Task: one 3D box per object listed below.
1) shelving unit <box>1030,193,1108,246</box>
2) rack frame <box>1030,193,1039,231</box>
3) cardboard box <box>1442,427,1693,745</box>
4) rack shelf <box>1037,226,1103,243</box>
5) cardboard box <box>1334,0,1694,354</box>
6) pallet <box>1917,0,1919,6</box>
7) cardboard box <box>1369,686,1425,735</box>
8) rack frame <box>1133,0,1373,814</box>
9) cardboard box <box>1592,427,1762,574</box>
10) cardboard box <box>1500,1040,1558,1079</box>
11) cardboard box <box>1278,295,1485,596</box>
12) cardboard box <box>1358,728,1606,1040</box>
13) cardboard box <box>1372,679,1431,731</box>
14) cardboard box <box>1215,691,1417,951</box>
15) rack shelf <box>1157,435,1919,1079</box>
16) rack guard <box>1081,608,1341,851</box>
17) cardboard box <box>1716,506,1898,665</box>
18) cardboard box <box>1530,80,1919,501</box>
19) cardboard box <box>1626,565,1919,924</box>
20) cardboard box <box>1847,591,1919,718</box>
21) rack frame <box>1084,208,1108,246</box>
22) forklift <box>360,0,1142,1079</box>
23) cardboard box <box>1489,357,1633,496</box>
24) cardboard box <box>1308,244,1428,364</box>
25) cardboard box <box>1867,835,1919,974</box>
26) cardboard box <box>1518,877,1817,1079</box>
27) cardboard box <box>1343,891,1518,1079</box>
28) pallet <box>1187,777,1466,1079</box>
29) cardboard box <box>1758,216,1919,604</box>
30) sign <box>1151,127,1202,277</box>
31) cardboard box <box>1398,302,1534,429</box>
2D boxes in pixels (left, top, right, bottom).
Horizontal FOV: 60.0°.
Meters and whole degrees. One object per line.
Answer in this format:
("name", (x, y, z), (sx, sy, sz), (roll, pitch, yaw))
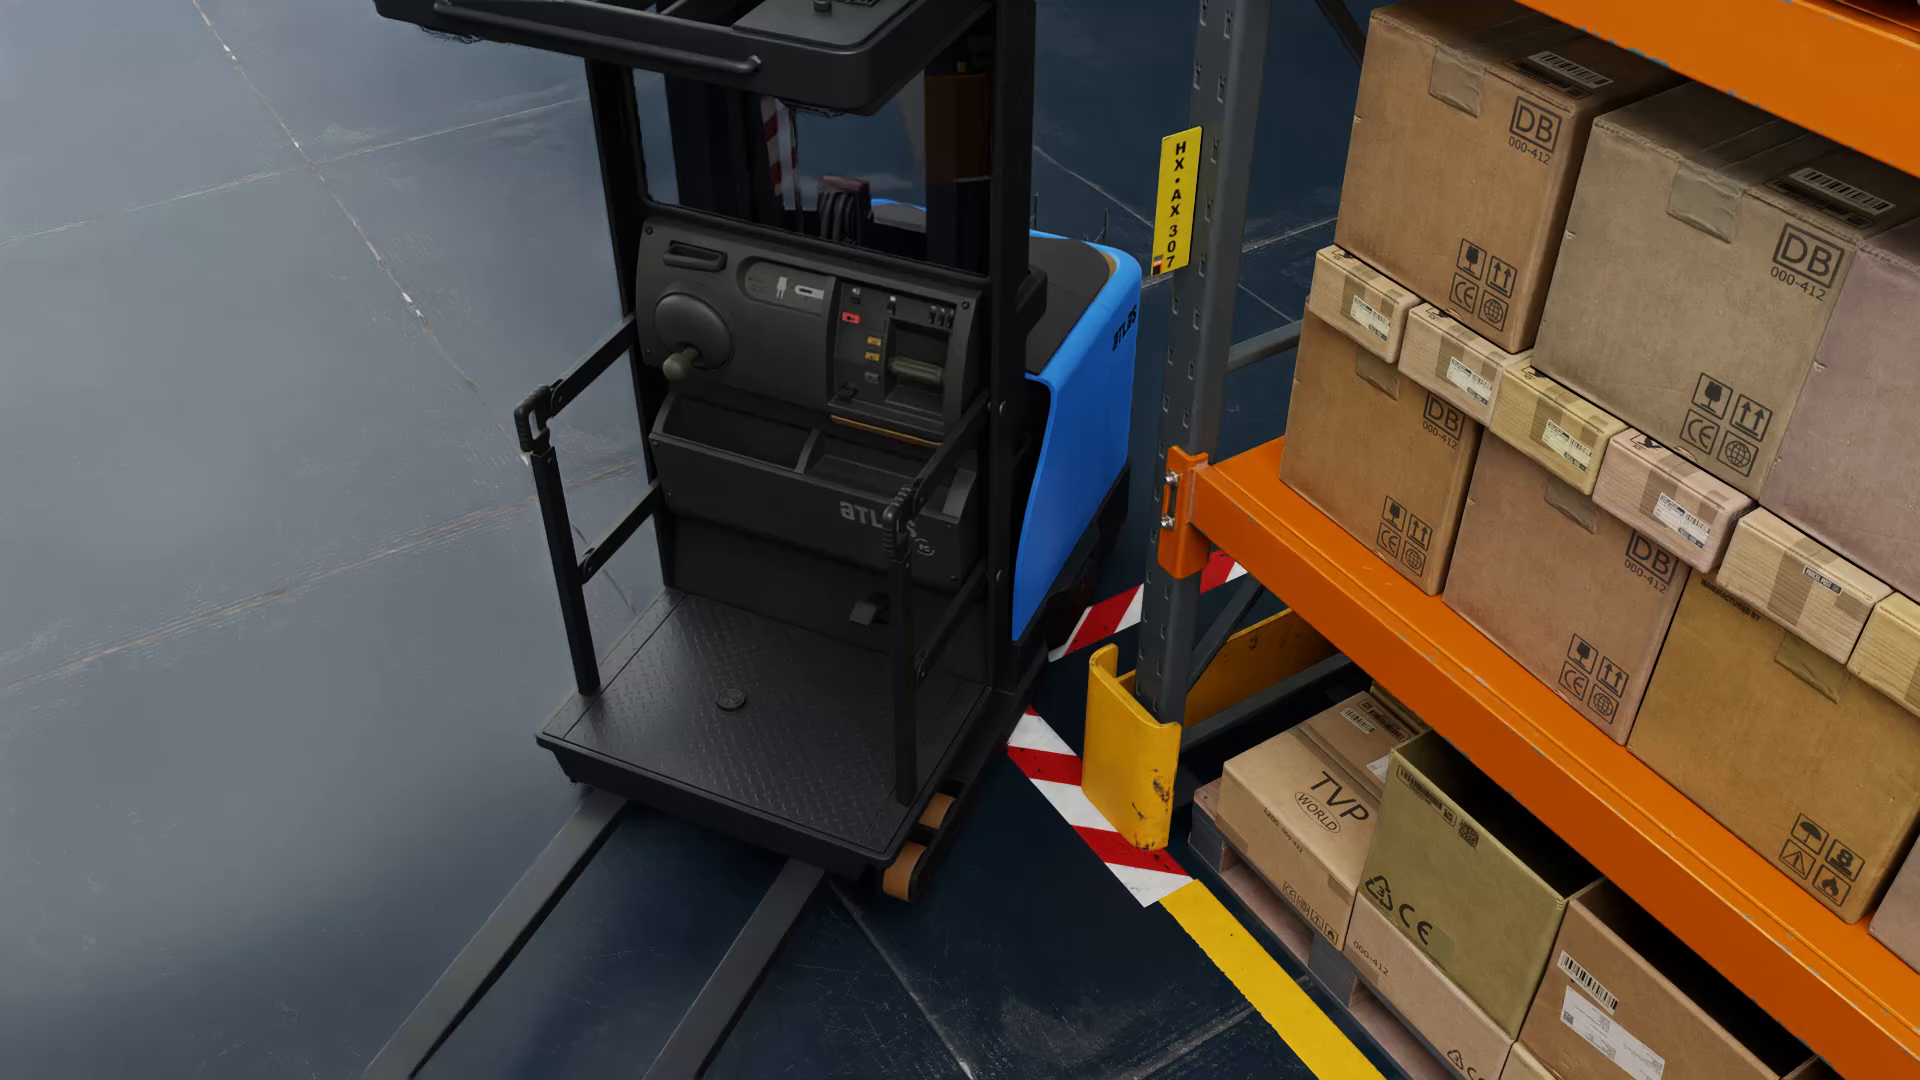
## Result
("shelving unit", (0.327, -0.649, 5.709), (0.252, 1.050, 0.215), (16, 42, 18))
("rack frame", (0.216, -0.681, 5.747), (0.008, 1.050, 0.200), (16, 42, 18))
("cardboard box", (1.455, -0.039, 3.375), (0.700, 0.500, 0.500), (-21, 44, -23))
("rack shelf", (0.327, -0.859, 5.534), (0.240, 0.259, 0.215), (16, 42, 18))
("cardboard box", (1.197, -0.790, 3.264), (0.700, 0.500, 0.500), (-22, 45, -24))
("pallet", (1.947, -0.607, 1.861), (1.003, 0.211, 1.213), (-22, 45, -24))
("cardboard box", (1.466, 0.544, 4.574), (0.500, 0.250, 0.500), (-22, 45, -24))
("rack frame", (0.929, -0.539, 4.053), (1.000, 3.000, 0.127), (-22, 45, -24))
("cardboard box", (1.369, -0.127, 2.974), (0.380, 0.149, 0.250), (-23, 45, -25))
("cardboard box", (1.570, 1.261, 3.713), (0.500, 0.250, 0.500), (-22, 45, -24))
("cardboard box", (1.169, -0.321, 3.713), (0.700, 0.500, 0.500), (-22, 45, -24))
("cardboard box", (1.300, 0.704, 3.796), (0.500, 0.500, 0.500), (-22, 45, -24))
("cardboard box", (1.468, 0.255, 4.334), (0.500, 0.500, 0.500), (-22, 45, -24))
("cardboard box", (1.029, 0.723, 4.360), (0.500, 0.250, 0.500), (-22, 45, -24))
("rack shelf", (2.004, 0.817, 2.988), (1.077, 0.370, 4.000), (-22, 45, -24))
("rack guard", (0.916, 0.409, 4.869), (1.175, 0.500, 0.348), (-22, 45, -24))
("cardboard box", (1.514, 0.016, 2.802), (0.380, 0.149, 0.250), (-24, 45, -26))
("cardboard box", (1.485, -0.508, 2.925), (0.700, 0.500, 0.500), (-23, 45, -25))
("cardboard box", (1.717, 0.231, 3.051), (0.700, 0.500, 0.500), (-22, 45, -24))
("cardboard box", (1.652, 0.154, 2.637), (0.380, 0.149, 0.250), (-23, 45, -25))
("rack frame", (0.439, -0.618, 5.671), (0.008, 1.050, 0.200), (16, 42, 18))
("forklift", (-0.484, -0.455, 4.007), (1.130, 2.935, 3.031), (16, 42, 18))
("cardboard box", (1.235, -0.264, 3.138), (0.380, 0.149, 0.250), (-22, 45, -24))
("cardboard box", (0.958, -0.540, 3.470), (0.380, 0.149, 0.250), (-23, 45, -25))
("cardboard box", (2.004, 0.514, 2.712), (0.700, 0.500, 0.500), (-21, 44, -23))
("cardboard box", (1.579, 0.969, 3.478), (0.500, 0.500, 0.500), (-22, 45, -24))
("cardboard box", (1.301, 0.991, 4.037), (0.500, 0.250, 0.500), (-22, 45, -24))
("pallet", (1.375, 0.931, 4.468), (1.003, 0.211, 1.213), (-22, 45, -24))
("cardboard box", (1.756, -0.237, 2.599), (0.700, 0.500, 0.500), (-22, 45, -24))
("sign", (0.457, -0.714, 3.525), (0.100, 0.325, 0.005), (-22, 45, -24))
("cardboard box", (1.102, -0.399, 3.300), (0.380, 0.149, 0.250), (-23, 45, -25))
